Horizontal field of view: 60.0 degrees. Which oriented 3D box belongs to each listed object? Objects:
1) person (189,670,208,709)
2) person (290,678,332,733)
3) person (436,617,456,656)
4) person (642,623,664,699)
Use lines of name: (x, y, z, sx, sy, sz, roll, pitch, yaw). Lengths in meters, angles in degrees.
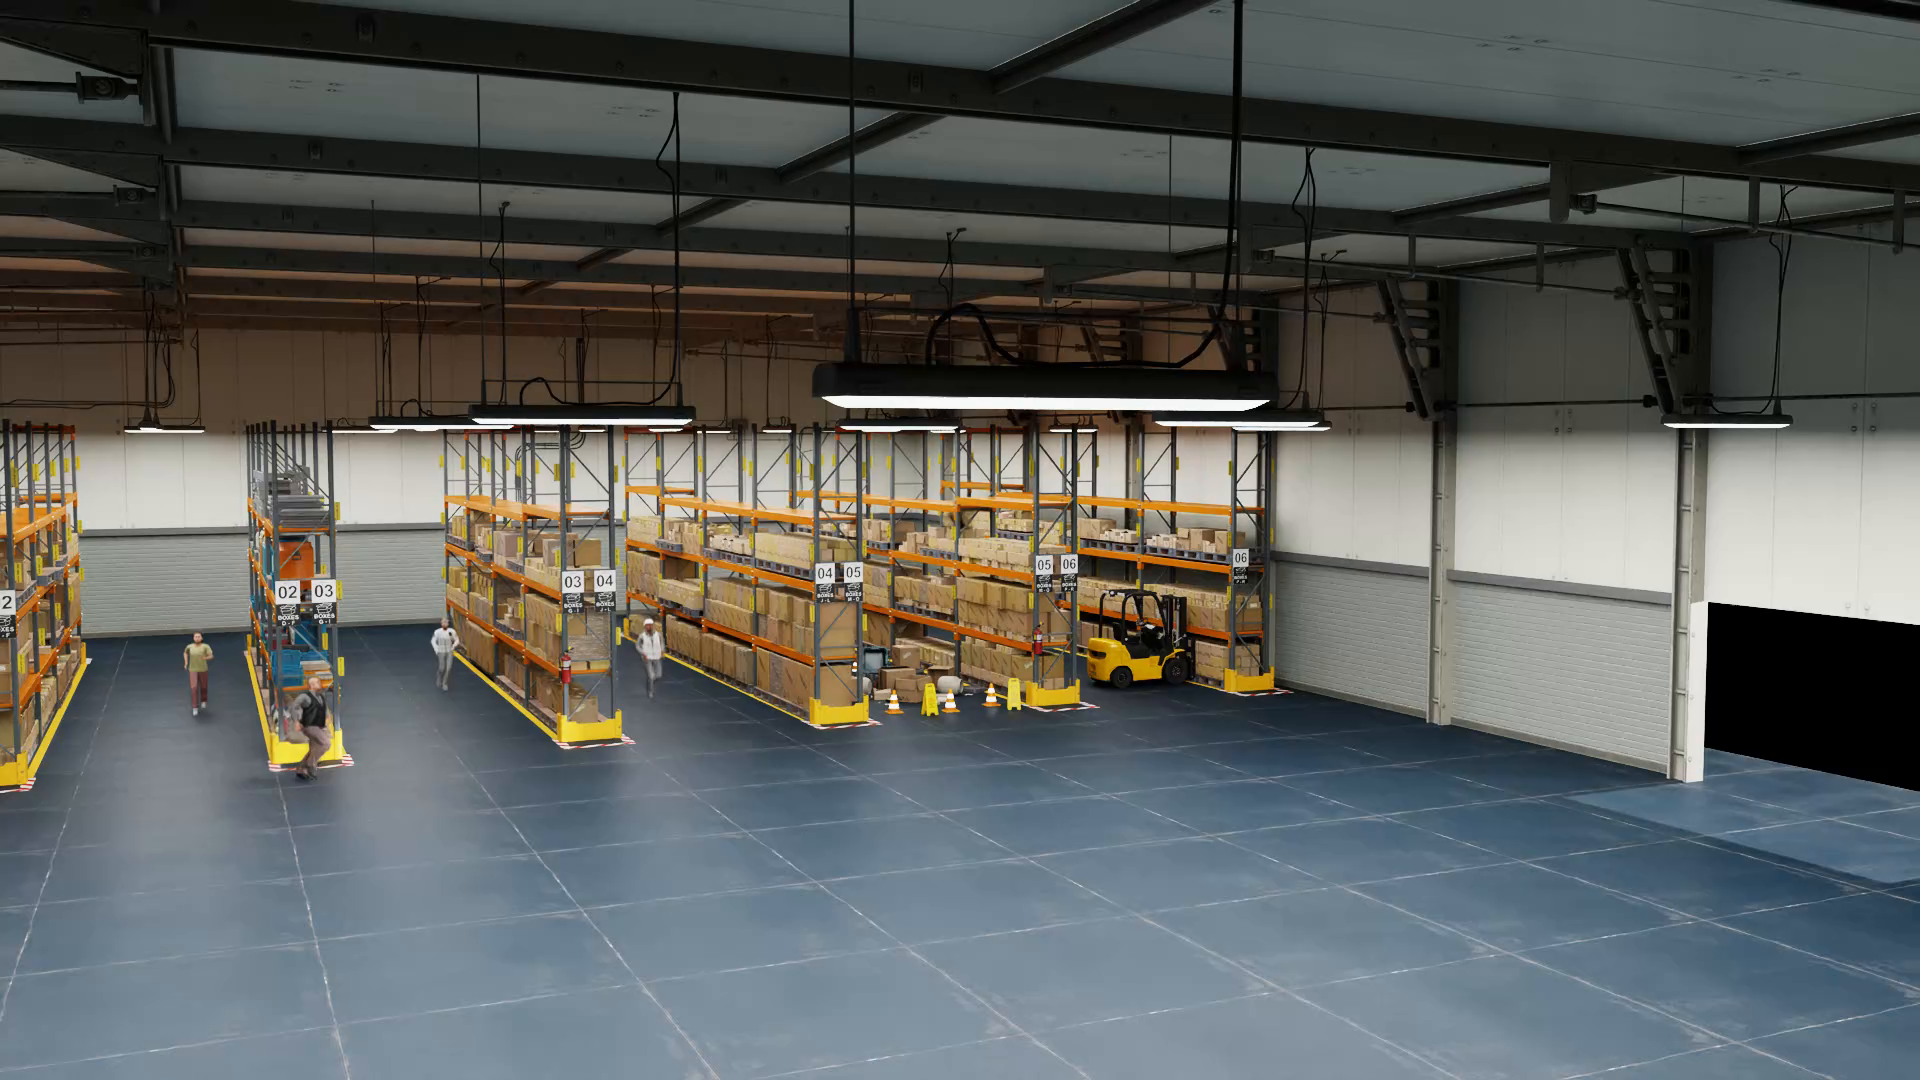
person: (-15.727, 2.997, 34.370, 0.352, 0.920, 0.804, -1, 4, -21)
person: (-10.786, 2.744, 27.794, 0.584, 0.866, 0.652, 1, 4, 11)
person: (-11.595, 2.170, 37.474, 0.439, 0.898, 0.476, -1, 4, -21)
person: (-6.741, 2.614, 36.375, 0.569, 1.687, 0.521, -2, 4, -28)
